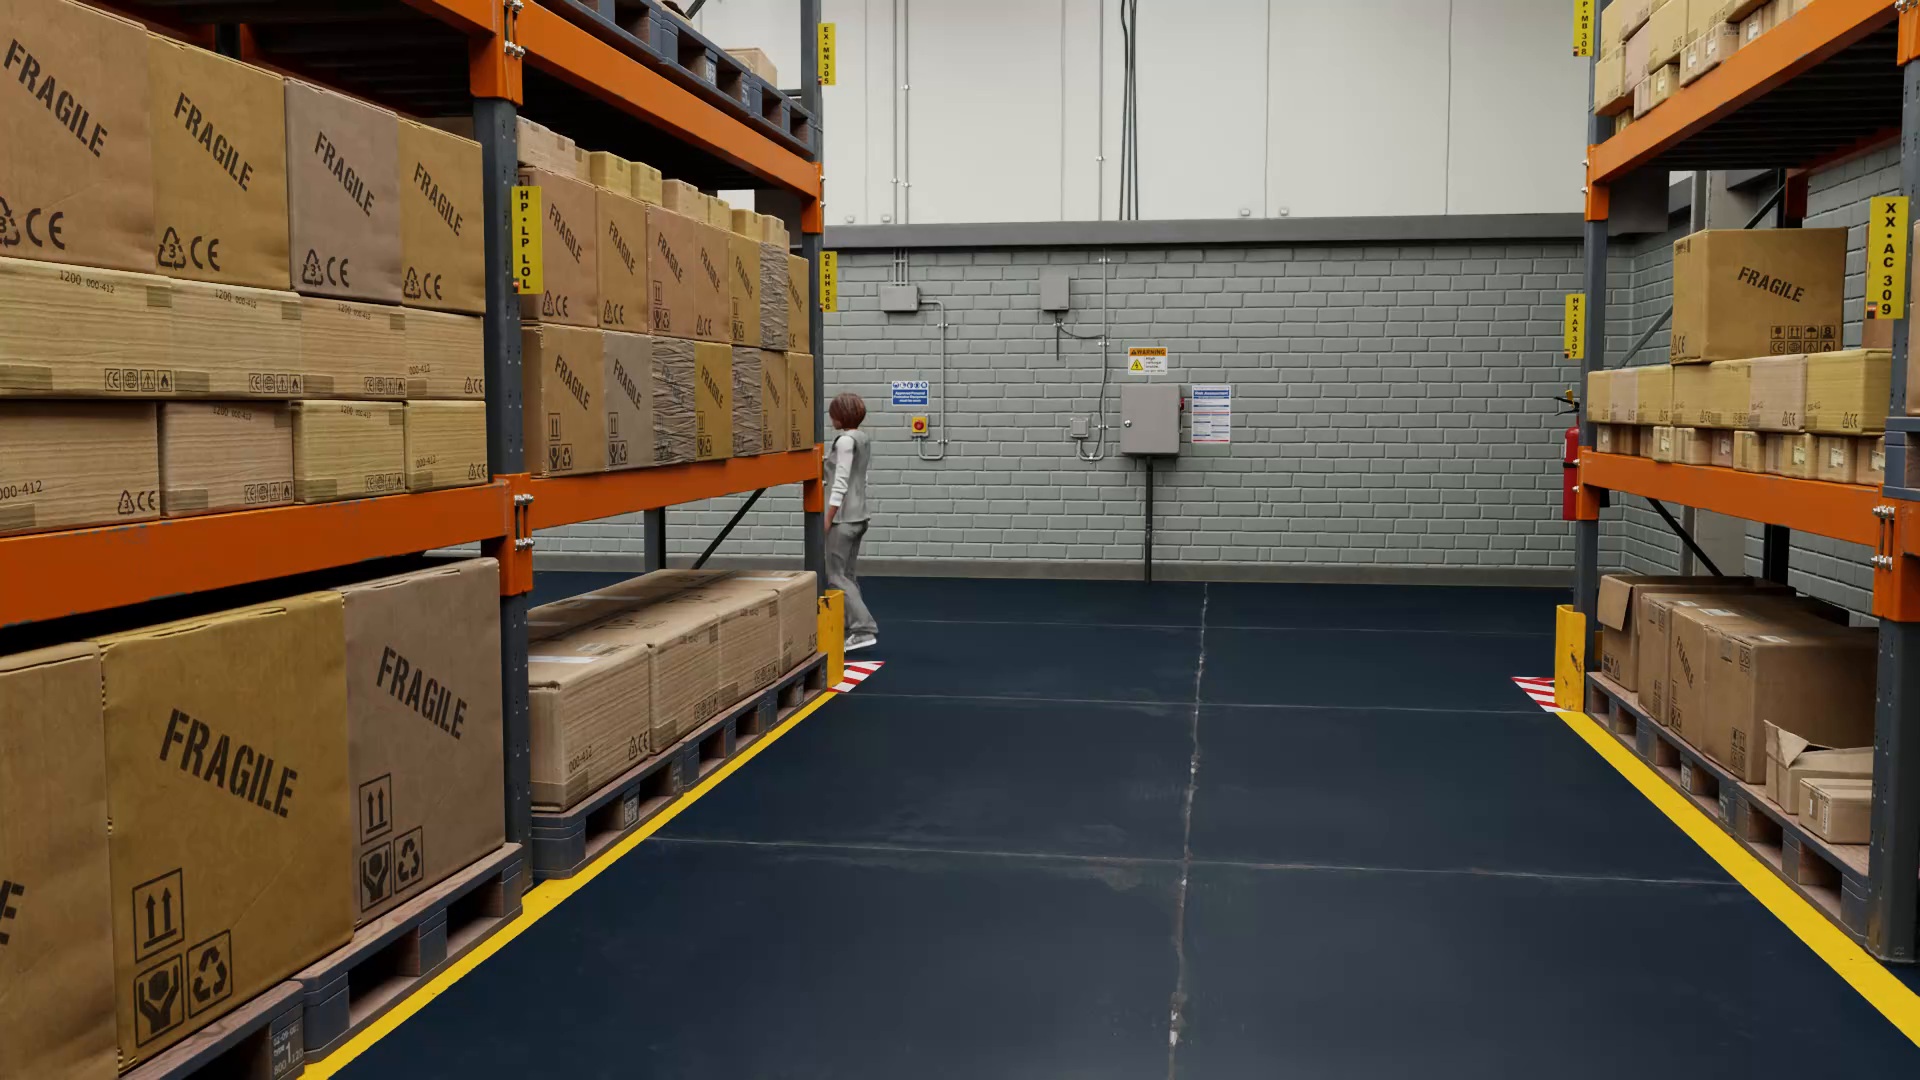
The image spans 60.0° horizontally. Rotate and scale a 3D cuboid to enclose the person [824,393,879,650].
[{"bbox_3d":[-0.695,-0.044,10.200,0.439,1.498,0.428,1,5,13],"label":"person"}]
